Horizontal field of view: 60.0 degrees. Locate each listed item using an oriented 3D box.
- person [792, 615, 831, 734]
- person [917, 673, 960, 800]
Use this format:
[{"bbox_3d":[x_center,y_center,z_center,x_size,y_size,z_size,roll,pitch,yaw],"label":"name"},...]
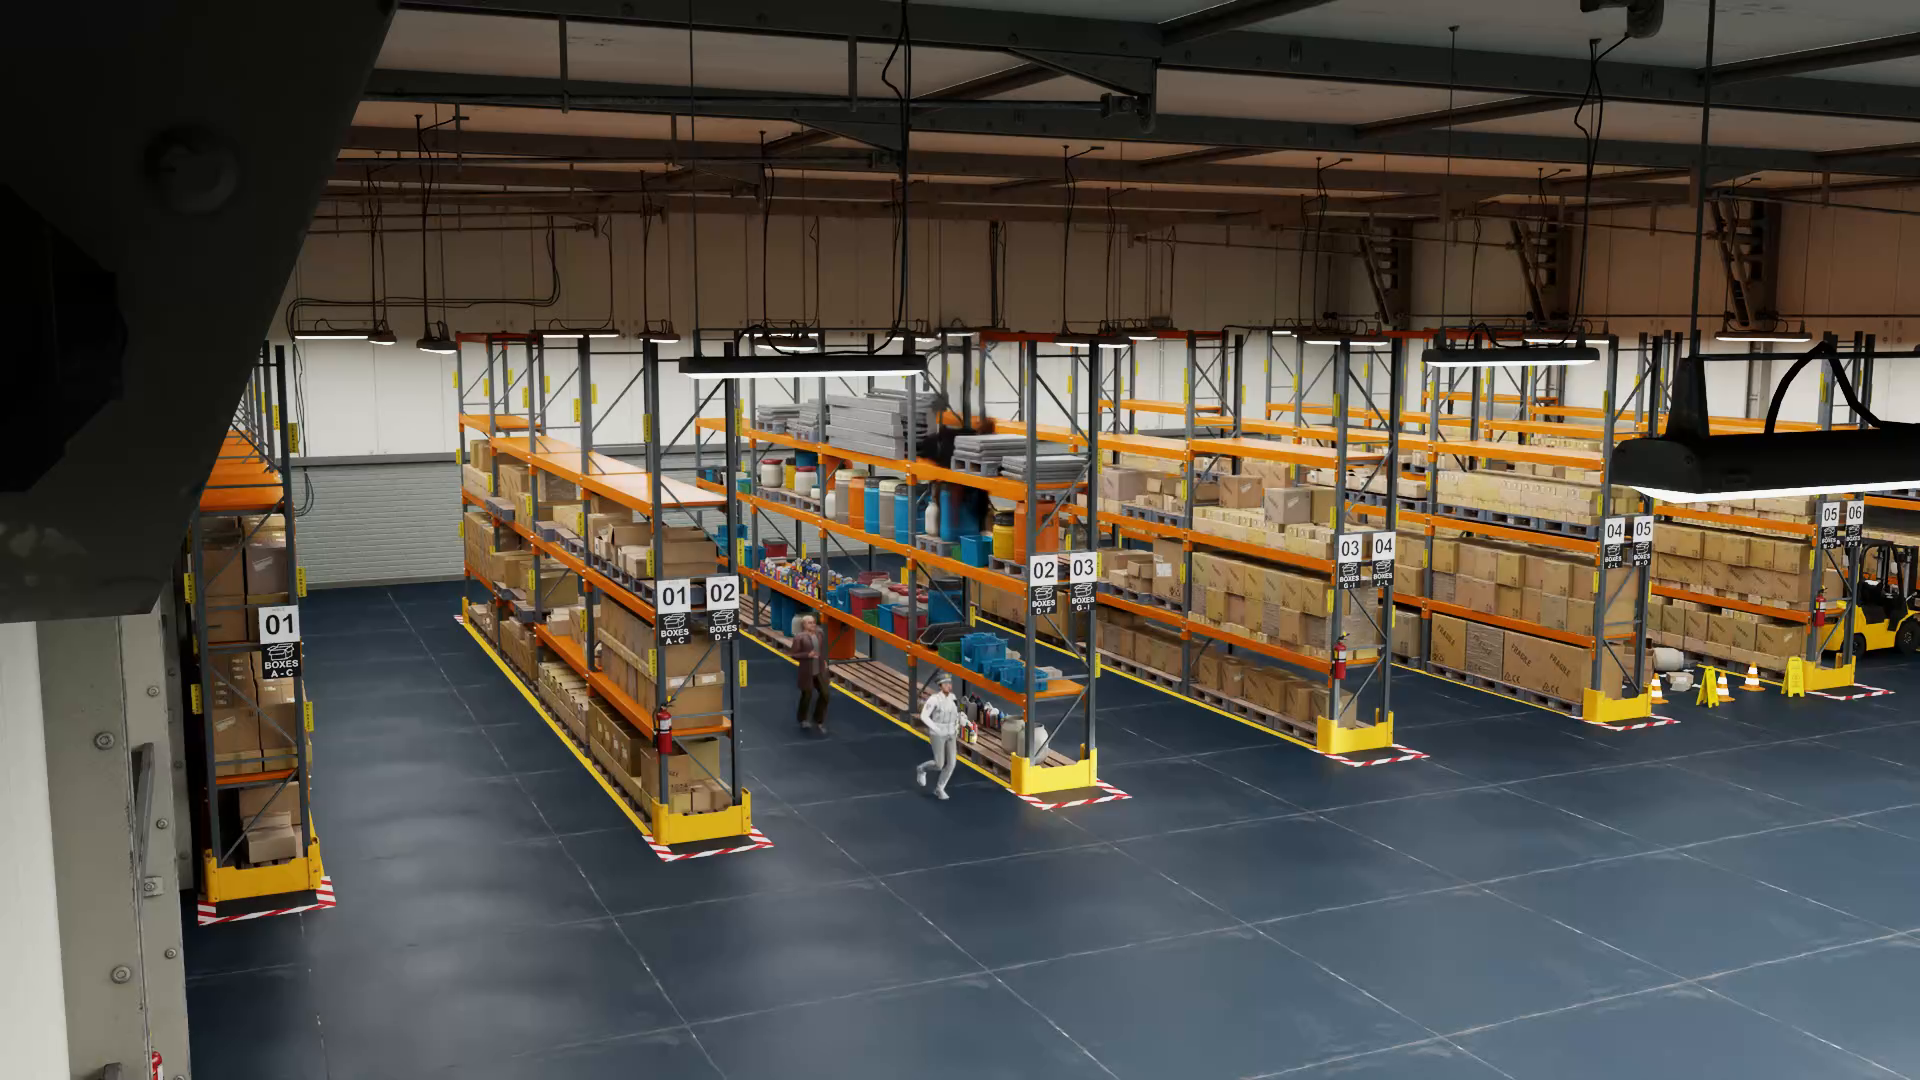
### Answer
[{"bbox_3d":[-2.252,2.051,25.315,0.685,1.826,0.776,-5,9,-33],"label":"person"},{"bbox_3d":[-0.260,2.569,22.033,0.642,1.674,0.610,-6,10,-38],"label":"person"}]
